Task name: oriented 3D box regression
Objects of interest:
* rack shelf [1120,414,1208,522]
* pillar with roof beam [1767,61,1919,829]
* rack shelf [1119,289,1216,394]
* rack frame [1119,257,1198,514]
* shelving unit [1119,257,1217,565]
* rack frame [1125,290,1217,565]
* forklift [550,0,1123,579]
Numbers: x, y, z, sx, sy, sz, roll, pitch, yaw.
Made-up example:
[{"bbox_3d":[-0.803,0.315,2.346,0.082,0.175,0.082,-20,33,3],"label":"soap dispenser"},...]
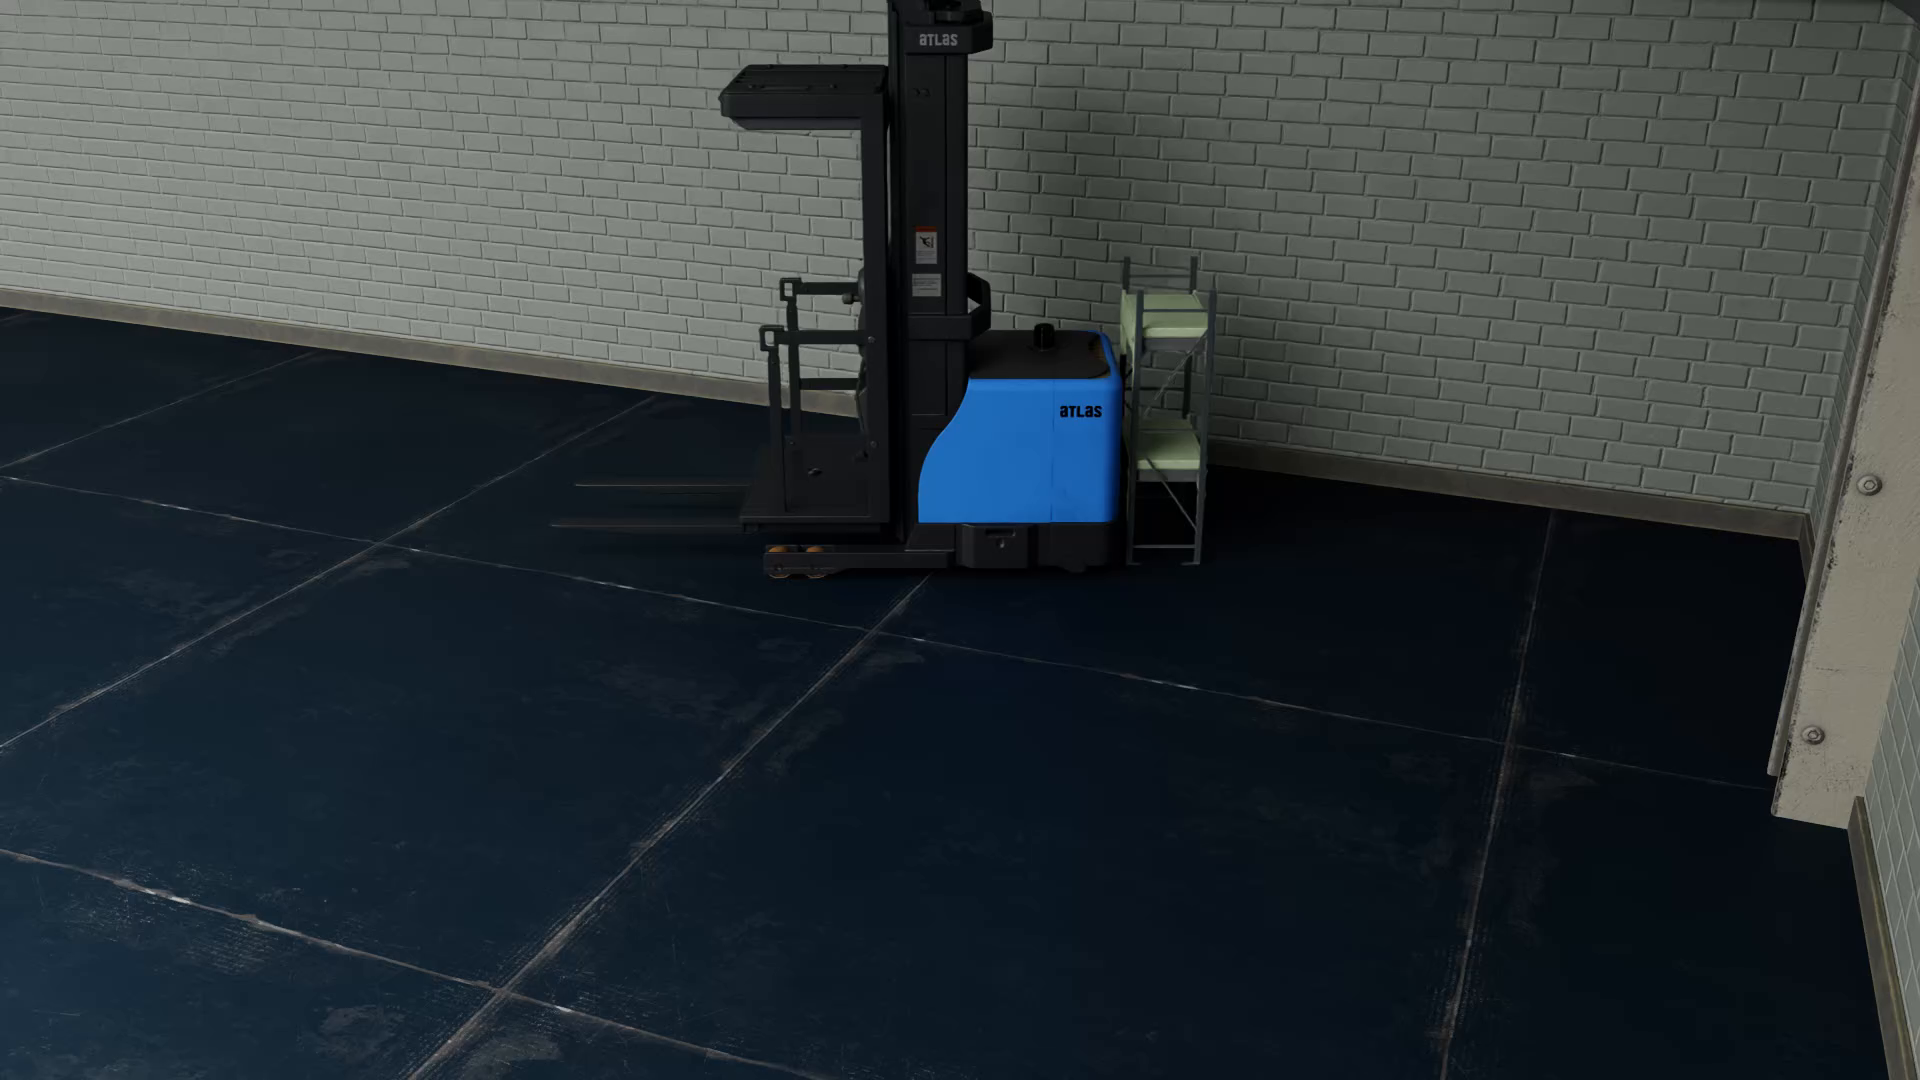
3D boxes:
[{"bbox_3d":[1.090,-0.402,9.113,0.431,0.370,0.720,0,23,0],"label":"rack shelf"},{"bbox_3d":[-0.546,-3.721,6.483,9.100,9.000,0.400,9,24,20],"label":"pillar with roof beam"},{"bbox_3d":[1.090,-1.063,8.837,0.431,0.370,0.720,0,23,0],"label":"rack shelf"},{"bbox_3d":[1.090,-0.844,9.325,0.400,1.500,0.023,0,23,0],"label":"rack frame"},{"bbox_3d":[1.090,-0.703,8.988,0.431,1.500,0.755,0,23,0],"label":"shelving unit"},{"bbox_3d":[1.090,-0.562,8.650,0.400,1.500,0.023,0,23,0],"label":"rack frame"},{"bbox_3d":[-0.670,-1.353,8.685,3.031,2.935,1.130,0,23,0],"label":"forklift"}]
